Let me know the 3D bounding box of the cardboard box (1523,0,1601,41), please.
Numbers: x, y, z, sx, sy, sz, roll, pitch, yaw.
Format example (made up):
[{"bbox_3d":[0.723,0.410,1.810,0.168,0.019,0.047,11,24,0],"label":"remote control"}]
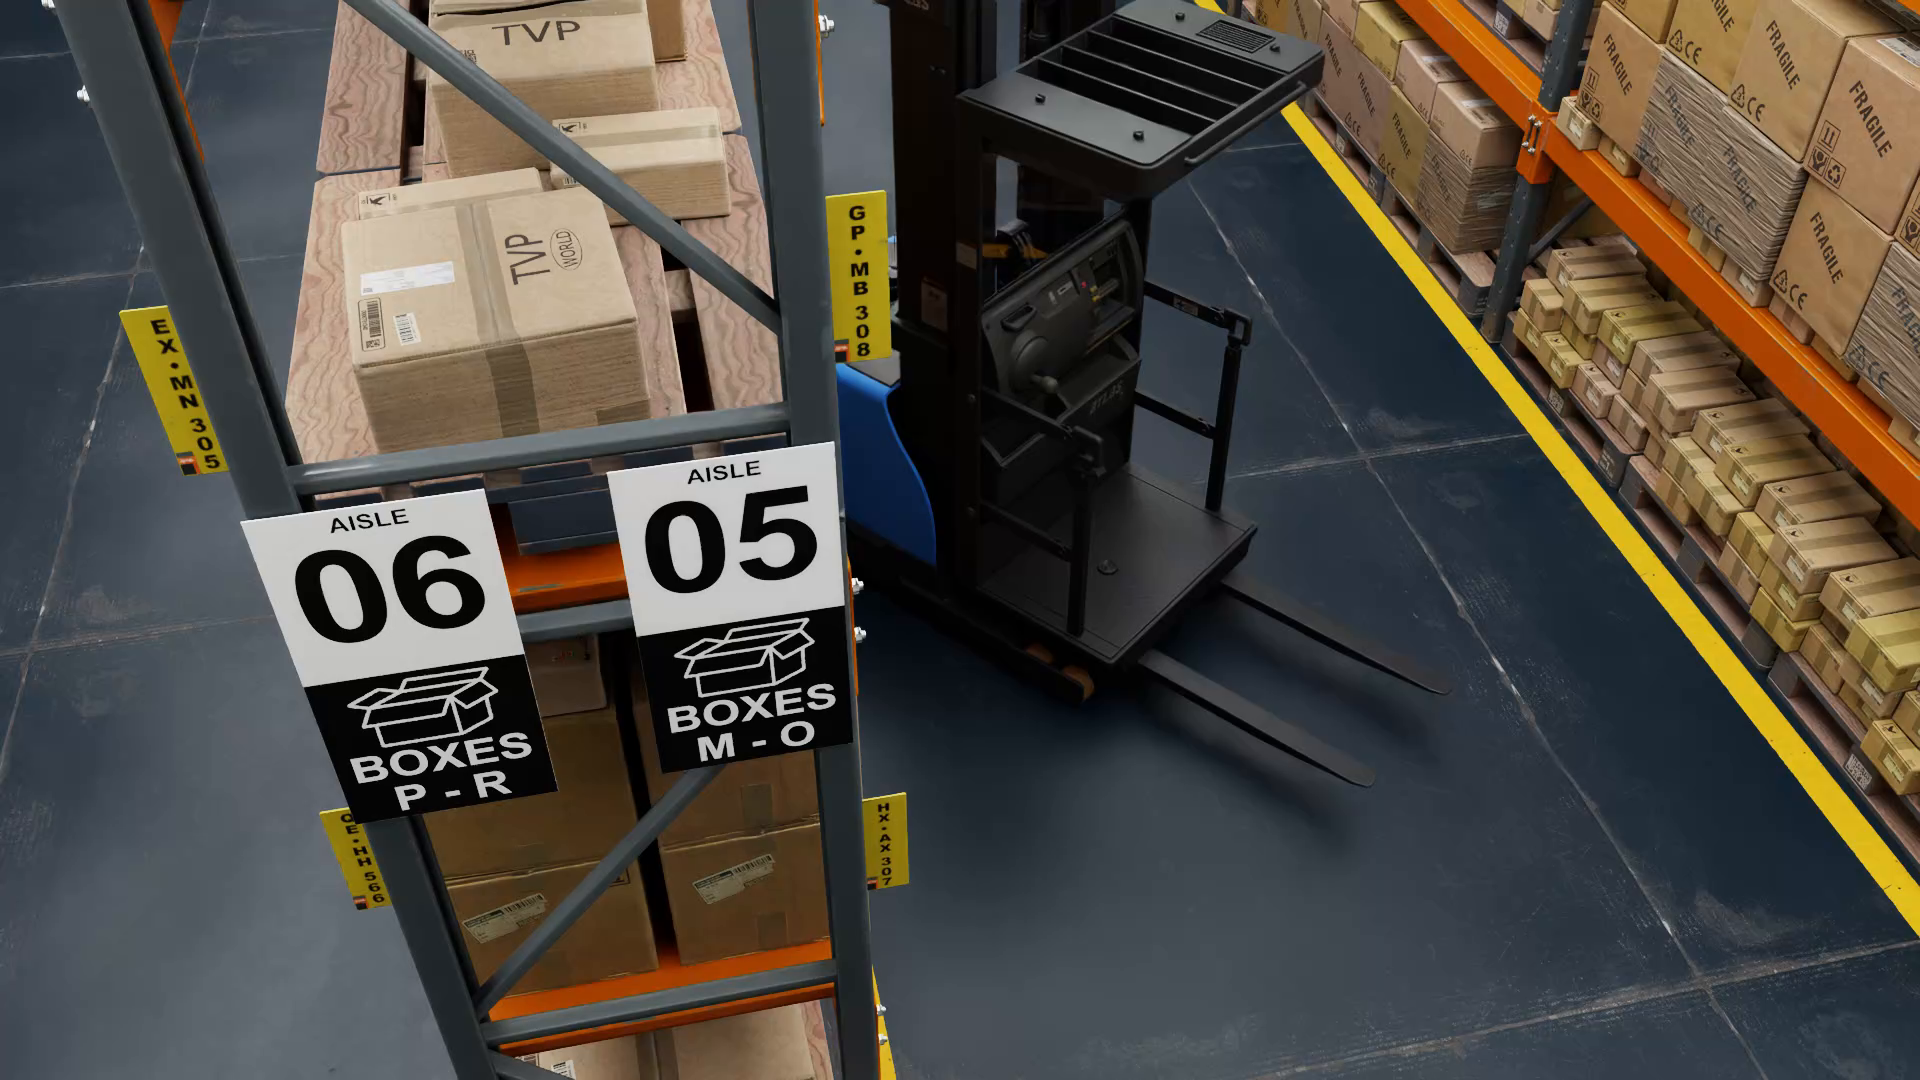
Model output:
[{"bbox_3d":[2.958,-2.541,8.008,0.380,0.149,0.250,-9,42,-10],"label":"cardboard box"}]

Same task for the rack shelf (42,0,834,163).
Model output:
[{"bbox_3d":[-1.143,-2.003,3.853,1.077,0.370,4.000,-8,42,-9],"label":"rack shelf"}]

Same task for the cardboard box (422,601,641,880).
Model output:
[{"bbox_3d":[-1.048,0.429,3.961,0.500,0.500,0.500,-7,42,-8],"label":"cardboard box"}]

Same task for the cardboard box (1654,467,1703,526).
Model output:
[{"bbox_3d":[3.321,-0.223,7.354,0.380,0.149,0.250,-9,42,-10],"label":"cardboard box"}]

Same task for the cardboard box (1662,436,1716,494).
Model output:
[{"bbox_3d":[3.317,-0.337,7.259,0.380,0.149,0.250,-9,42,-10],"label":"cardboard box"}]

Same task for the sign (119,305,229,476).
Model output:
[{"bbox_3d":[-1.244,-0.236,2.671,0.100,0.325,0.005,-8,42,-9],"label":"sign"}]

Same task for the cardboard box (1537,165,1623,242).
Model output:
[{"bbox_3d":[3.336,-1.988,9.079,0.500,0.500,0.500,-7,42,-8],"label":"cardboard box"}]

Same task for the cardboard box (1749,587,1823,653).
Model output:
[{"bbox_3d":[3.473,0.291,6.776,0.380,0.149,0.250,-10,43,-11],"label":"cardboard box"}]

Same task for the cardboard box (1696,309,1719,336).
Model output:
[{"bbox_3d":[3.722,-1.049,7.837,0.380,0.149,0.250,-9,42,-10],"label":"cardboard box"}]

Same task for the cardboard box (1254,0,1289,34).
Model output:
[{"bbox_3d":[2.277,-3.569,10.860,0.500,0.500,0.500,-10,43,-11],"label":"cardboard box"}]

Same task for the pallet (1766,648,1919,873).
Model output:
[{"bbox_3d":[3.943,0.805,6.465,1.003,0.211,1.213,-8,42,-9],"label":"pallet"}]

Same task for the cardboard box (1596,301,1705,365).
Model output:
[{"bbox_3d":[3.213,-0.966,7.743,0.380,0.149,0.250,-9,42,-10],"label":"cardboard box"}]

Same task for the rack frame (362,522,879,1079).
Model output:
[{"bbox_3d":[-0.712,1.118,4.012,1.000,3.000,0.127,-8,42,-9],"label":"rack frame"}]

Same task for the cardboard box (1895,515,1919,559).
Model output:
[{"bbox_3d":[4.027,-0.031,6.690,0.380,0.149,0.250,-7,42,-8],"label":"cardboard box"}]

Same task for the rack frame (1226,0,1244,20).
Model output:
[{"bbox_3d":[2.373,-4.842,10.727,1.000,3.000,0.127,-8,42,-9],"label":"rack frame"}]

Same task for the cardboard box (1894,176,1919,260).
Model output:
[{"bbox_3d":[3.528,-1.104,5.464,0.500,0.500,0.500,-6,42,-7],"label":"cardboard box"}]

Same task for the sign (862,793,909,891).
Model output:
[{"bbox_3d":[-0.168,0.689,3.784,0.100,0.325,0.005,-8,42,-9],"label":"sign"}]

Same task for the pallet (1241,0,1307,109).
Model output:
[{"bbox_3d":[2.540,-3.293,11.082,1.003,0.211,1.213,-8,42,-9],"label":"pallet"}]

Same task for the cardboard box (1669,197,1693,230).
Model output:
[{"bbox_3d":[3.268,-1.426,7.068,0.380,0.149,0.250,-10,43,-11],"label":"cardboard box"}]

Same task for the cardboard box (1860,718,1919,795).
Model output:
[{"bbox_3d":[3.628,0.789,6.214,0.380,0.149,0.250,-7,42,-8],"label":"cardboard box"}]

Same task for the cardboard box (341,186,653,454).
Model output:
[{"bbox_3d":[-0.897,-0.421,3.208,0.500,0.250,0.500,-12,43,-13],"label":"cardboard box"}]

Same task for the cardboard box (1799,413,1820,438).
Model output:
[{"bbox_3d":[3.921,-0.534,7.257,0.380,0.149,0.250,-10,43,-11],"label":"cardboard box"}]

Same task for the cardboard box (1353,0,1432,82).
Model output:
[{"bbox_3d":[2.603,-2.874,9.512,0.500,0.250,0.500,-10,43,-11],"label":"cardboard box"}]

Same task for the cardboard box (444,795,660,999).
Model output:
[{"bbox_3d":[-1.074,0.806,4.289,0.500,0.500,0.500,-8,42,-9],"label":"cardboard box"}]

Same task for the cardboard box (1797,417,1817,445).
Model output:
[{"bbox_3d":[3.831,-0.432,7.366,0.380,0.149,0.250,-10,43,-11],"label":"cardboard box"}]

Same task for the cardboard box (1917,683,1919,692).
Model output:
[{"bbox_3d":[3.740,0.552,6.033,0.380,0.149,0.250,-8,42,-8],"label":"cardboard box"}]

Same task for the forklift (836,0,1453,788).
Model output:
[{"bbox_3d":[0.566,-0.823,6.251,3.031,2.935,1.130,29,49,28],"label":"forklift"}]

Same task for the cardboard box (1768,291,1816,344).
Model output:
[{"bbox_3d":[3.413,-0.911,6.488,0.380,0.149,0.250,-7,42,-8],"label":"cardboard box"}]

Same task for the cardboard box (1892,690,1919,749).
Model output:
[{"bbox_3d":[3.704,0.663,6.132,0.380,0.149,0.250,-9,42,-10],"label":"cardboard box"}]

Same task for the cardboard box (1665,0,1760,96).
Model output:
[{"bbox_3d":[3.223,-2.111,6.597,0.500,0.500,0.500,-10,42,-11],"label":"cardboard box"}]

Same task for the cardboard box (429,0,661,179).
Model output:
[{"bbox_3d":[-0.986,-1.142,3.975,0.500,0.311,0.500,-8,42,-9],"label":"cardboard box"}]

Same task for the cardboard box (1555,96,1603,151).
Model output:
[{"bbox_3d":[2.978,-1.925,7.630,0.380,0.149,0.250,-7,42,-8],"label":"cardboard box"}]

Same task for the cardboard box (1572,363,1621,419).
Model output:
[{"bbox_3d":[3.163,-0.732,7.928,0.380,0.149,0.250,-9,42,-9],"label":"cardboard box"}]

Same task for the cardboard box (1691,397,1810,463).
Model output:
[{"bbox_3d":[3.406,-0.459,7.172,0.380,0.149,0.250,-10,43,-11],"label":"cardboard box"}]

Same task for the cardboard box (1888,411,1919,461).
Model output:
[{"bbox_3d":[3.562,-0.397,5.909,0.380,0.149,0.250,-10,43,-11],"label":"cardboard box"}]

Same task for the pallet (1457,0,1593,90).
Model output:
[{"bbox_3d":[3.214,-2.694,8.451,1.003,0.211,1.213,-8,42,-9],"label":"pallet"}]

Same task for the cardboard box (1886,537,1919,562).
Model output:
[{"bbox_3d":[3.995,0.093,6.774,0.380,0.149,0.250,-10,43,-11],"label":"cardboard box"}]

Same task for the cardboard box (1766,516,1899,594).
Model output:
[{"bbox_3d":[3.454,0.059,6.588,0.380,0.149,0.250,-7,42,-8],"label":"cardboard box"}]

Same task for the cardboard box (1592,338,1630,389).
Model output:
[{"bbox_3d":[3.232,-0.867,7.856,0.380,0.149,0.250,-9,42,-10],"label":"cardboard box"}]

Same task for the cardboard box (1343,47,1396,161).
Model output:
[{"bbox_3d":[2.614,-2.581,9.746,0.500,0.500,0.500,-9,42,-10],"label":"cardboard box"}]

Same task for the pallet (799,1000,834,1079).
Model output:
[{"bbox_3d":[-0.961,1.654,5.509,1.003,0.211,1.213,-8,42,-9],"label":"pallet"}]

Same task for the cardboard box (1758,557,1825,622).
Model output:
[{"bbox_3d":[3.469,0.170,6.688,0.380,0.149,0.250,-8,42,-9],"label":"cardboard box"}]

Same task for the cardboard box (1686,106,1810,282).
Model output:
[{"bbox_3d":[3.285,-1.389,6.538,0.500,0.500,0.500,-9,42,-10],"label":"cardboard box"}]
